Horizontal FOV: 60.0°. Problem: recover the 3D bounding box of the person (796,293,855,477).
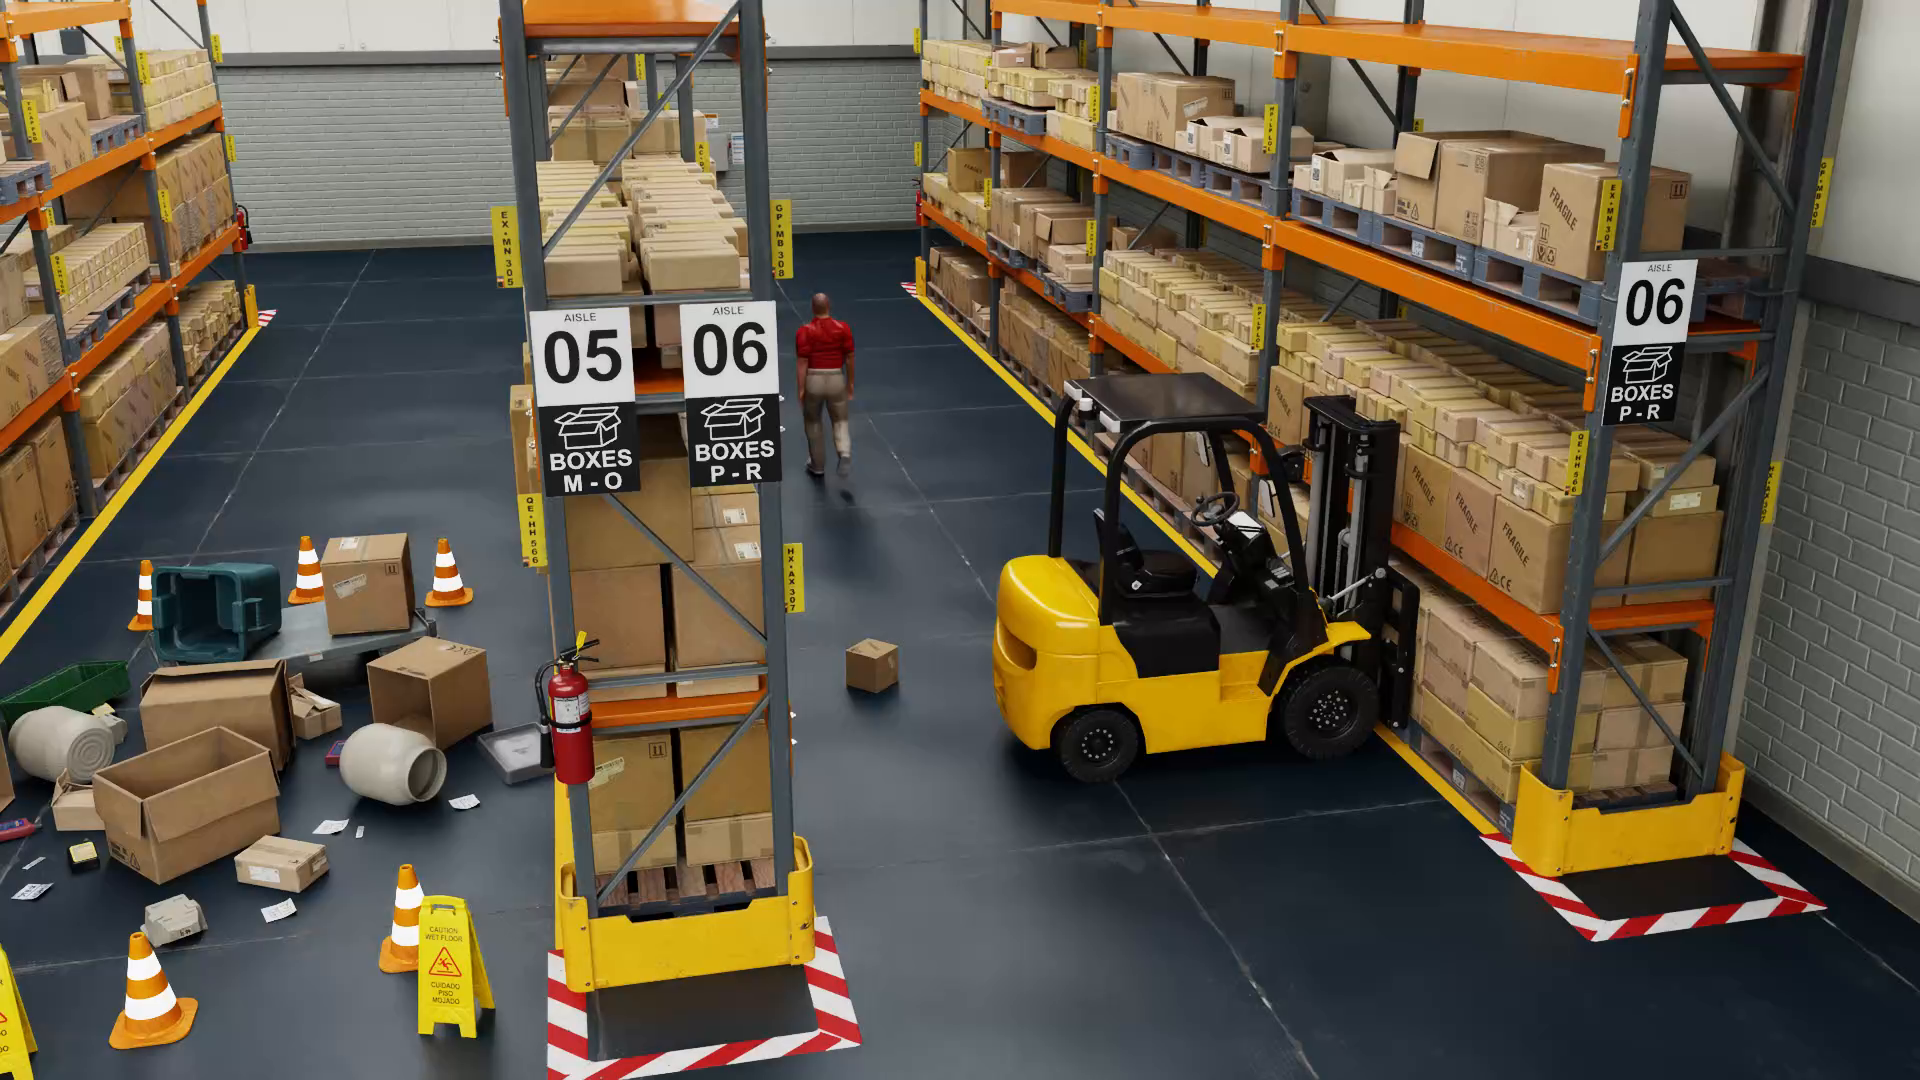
[{"bbox_3d":[-1.201,-1.384,14.972,0.542,1.694,0.789,-5,20,-13],"label":"person"}]
